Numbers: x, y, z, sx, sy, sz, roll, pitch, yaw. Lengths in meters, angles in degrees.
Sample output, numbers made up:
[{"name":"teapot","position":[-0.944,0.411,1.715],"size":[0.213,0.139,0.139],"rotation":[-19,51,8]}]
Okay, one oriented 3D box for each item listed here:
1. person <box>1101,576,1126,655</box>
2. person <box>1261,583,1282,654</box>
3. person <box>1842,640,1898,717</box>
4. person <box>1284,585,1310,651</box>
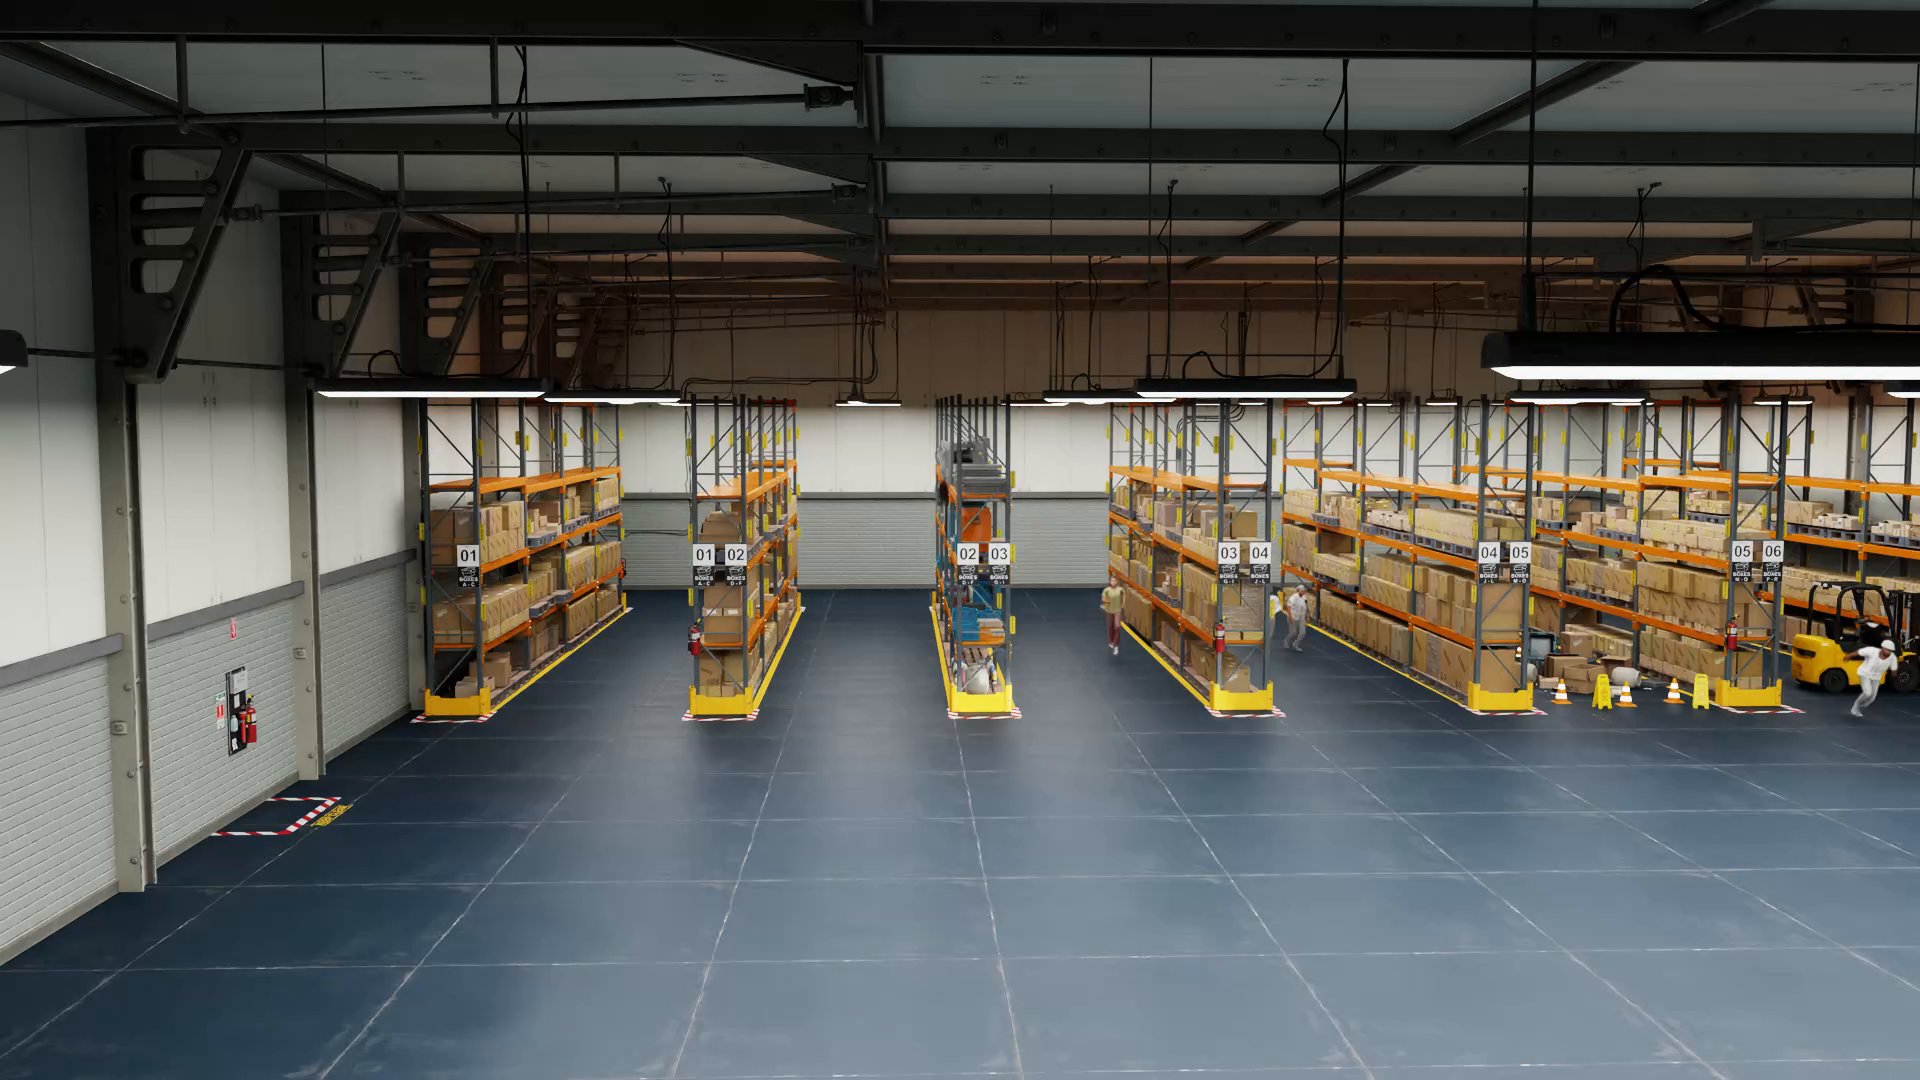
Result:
[{"name":"person","position":[3.461,1.678,37.437],"size":[0.558,1.768,0.772],"rotation":[0,5,3]},{"name":"person","position":[7.188,1.834,38.669],"size":[0.569,1.678,0.654],"rotation":[0,5,-6]},{"name":"person","position":[16.786,2.546,30.549],"size":[0.683,1.518,1.025],"rotation":[0,4,-2]},{"name":"person","position":[7.975,1.836,39.424],"size":[0.545,1.579,0.671],"rotation":[-1,5,-16]}]
